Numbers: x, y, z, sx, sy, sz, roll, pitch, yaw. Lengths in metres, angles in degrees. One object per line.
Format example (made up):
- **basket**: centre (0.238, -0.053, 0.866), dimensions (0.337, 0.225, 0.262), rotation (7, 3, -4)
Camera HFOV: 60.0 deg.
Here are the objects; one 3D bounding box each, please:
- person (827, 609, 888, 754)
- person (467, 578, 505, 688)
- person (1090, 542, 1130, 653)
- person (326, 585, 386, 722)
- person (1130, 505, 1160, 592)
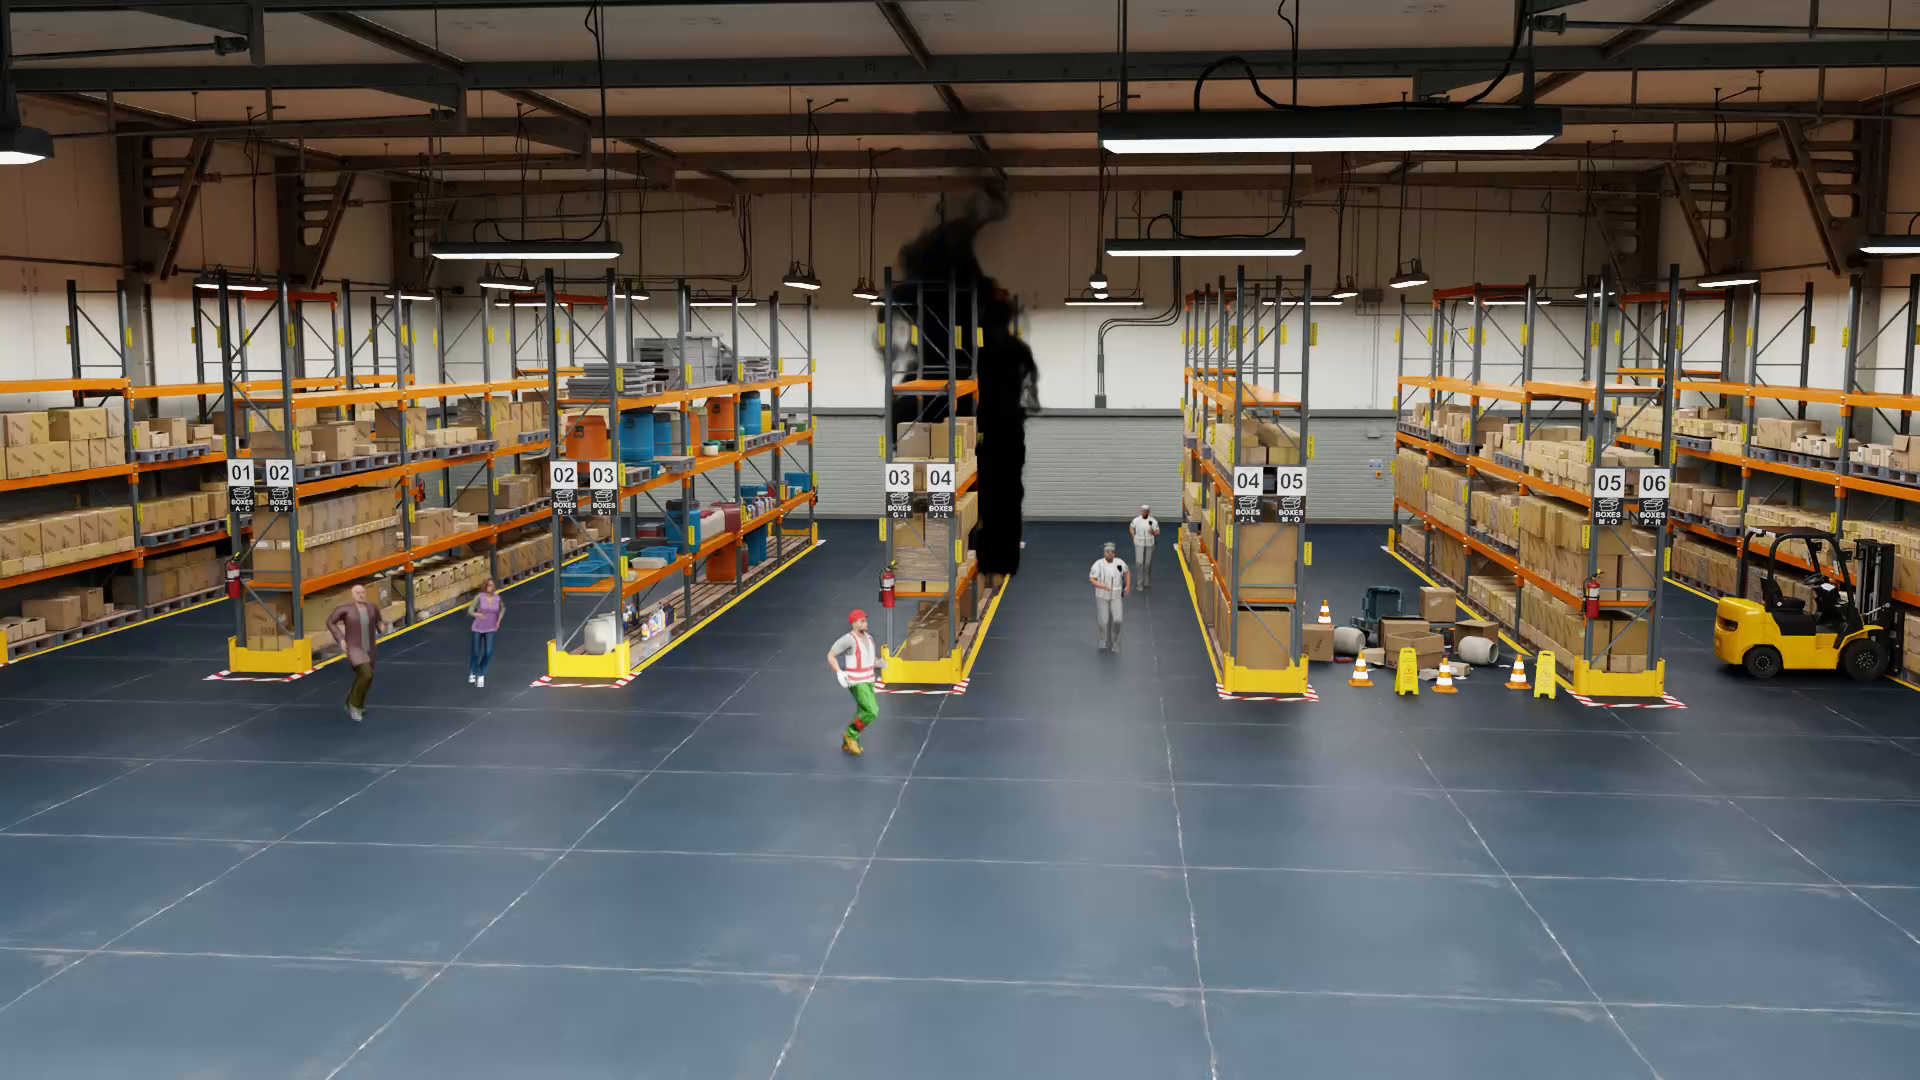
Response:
- **person**: centre (-1.159, 1.702, 19.896), dimensions (0.645, 1.741, 0.639), rotation (4, 8, 30)
- **person**: centre (-6.796, 1.327, 23.915), dimensions (0.548, 1.577, 0.624), rotation (-3, 7, -21)
- **person**: centre (2.398, 0.932, 26.460), dimensions (0.683, 1.822, 0.718), rotation (-1, 7, -4)
- **person**: centre (-7.864, 1.489, 21.895), dimensions (0.766, 1.818, 0.670), rotation (5, 9, 36)
- **person**: centre (3.690, 0.150, 33.184), dimensions (0.587, 1.723, 0.718), rotation (0, 7, 3)
